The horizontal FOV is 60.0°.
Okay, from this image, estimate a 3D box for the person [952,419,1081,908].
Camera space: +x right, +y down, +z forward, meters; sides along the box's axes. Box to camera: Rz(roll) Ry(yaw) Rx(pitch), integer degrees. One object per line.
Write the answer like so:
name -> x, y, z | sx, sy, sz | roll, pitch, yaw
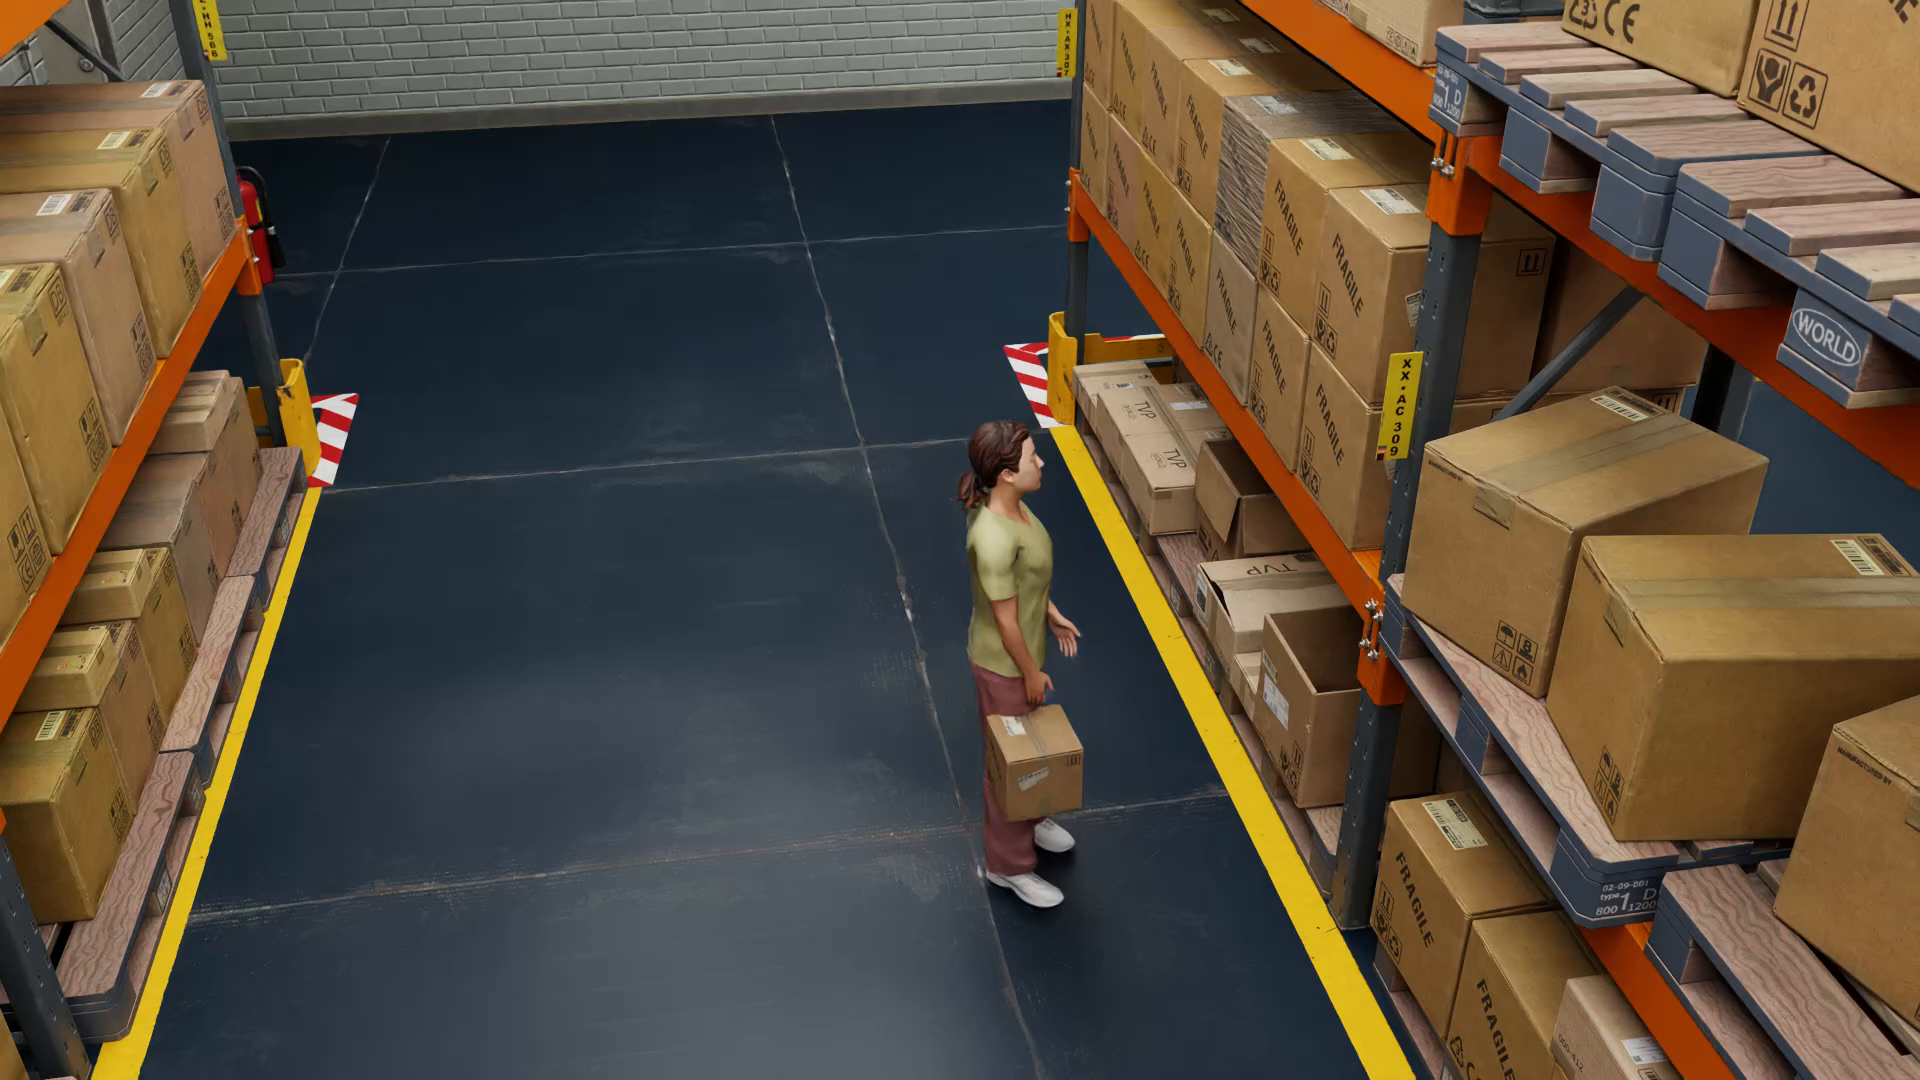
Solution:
person -> 0.187, 0.398, 5.431 | 0.433, 1.684, 0.526 | 2, 31, 3
